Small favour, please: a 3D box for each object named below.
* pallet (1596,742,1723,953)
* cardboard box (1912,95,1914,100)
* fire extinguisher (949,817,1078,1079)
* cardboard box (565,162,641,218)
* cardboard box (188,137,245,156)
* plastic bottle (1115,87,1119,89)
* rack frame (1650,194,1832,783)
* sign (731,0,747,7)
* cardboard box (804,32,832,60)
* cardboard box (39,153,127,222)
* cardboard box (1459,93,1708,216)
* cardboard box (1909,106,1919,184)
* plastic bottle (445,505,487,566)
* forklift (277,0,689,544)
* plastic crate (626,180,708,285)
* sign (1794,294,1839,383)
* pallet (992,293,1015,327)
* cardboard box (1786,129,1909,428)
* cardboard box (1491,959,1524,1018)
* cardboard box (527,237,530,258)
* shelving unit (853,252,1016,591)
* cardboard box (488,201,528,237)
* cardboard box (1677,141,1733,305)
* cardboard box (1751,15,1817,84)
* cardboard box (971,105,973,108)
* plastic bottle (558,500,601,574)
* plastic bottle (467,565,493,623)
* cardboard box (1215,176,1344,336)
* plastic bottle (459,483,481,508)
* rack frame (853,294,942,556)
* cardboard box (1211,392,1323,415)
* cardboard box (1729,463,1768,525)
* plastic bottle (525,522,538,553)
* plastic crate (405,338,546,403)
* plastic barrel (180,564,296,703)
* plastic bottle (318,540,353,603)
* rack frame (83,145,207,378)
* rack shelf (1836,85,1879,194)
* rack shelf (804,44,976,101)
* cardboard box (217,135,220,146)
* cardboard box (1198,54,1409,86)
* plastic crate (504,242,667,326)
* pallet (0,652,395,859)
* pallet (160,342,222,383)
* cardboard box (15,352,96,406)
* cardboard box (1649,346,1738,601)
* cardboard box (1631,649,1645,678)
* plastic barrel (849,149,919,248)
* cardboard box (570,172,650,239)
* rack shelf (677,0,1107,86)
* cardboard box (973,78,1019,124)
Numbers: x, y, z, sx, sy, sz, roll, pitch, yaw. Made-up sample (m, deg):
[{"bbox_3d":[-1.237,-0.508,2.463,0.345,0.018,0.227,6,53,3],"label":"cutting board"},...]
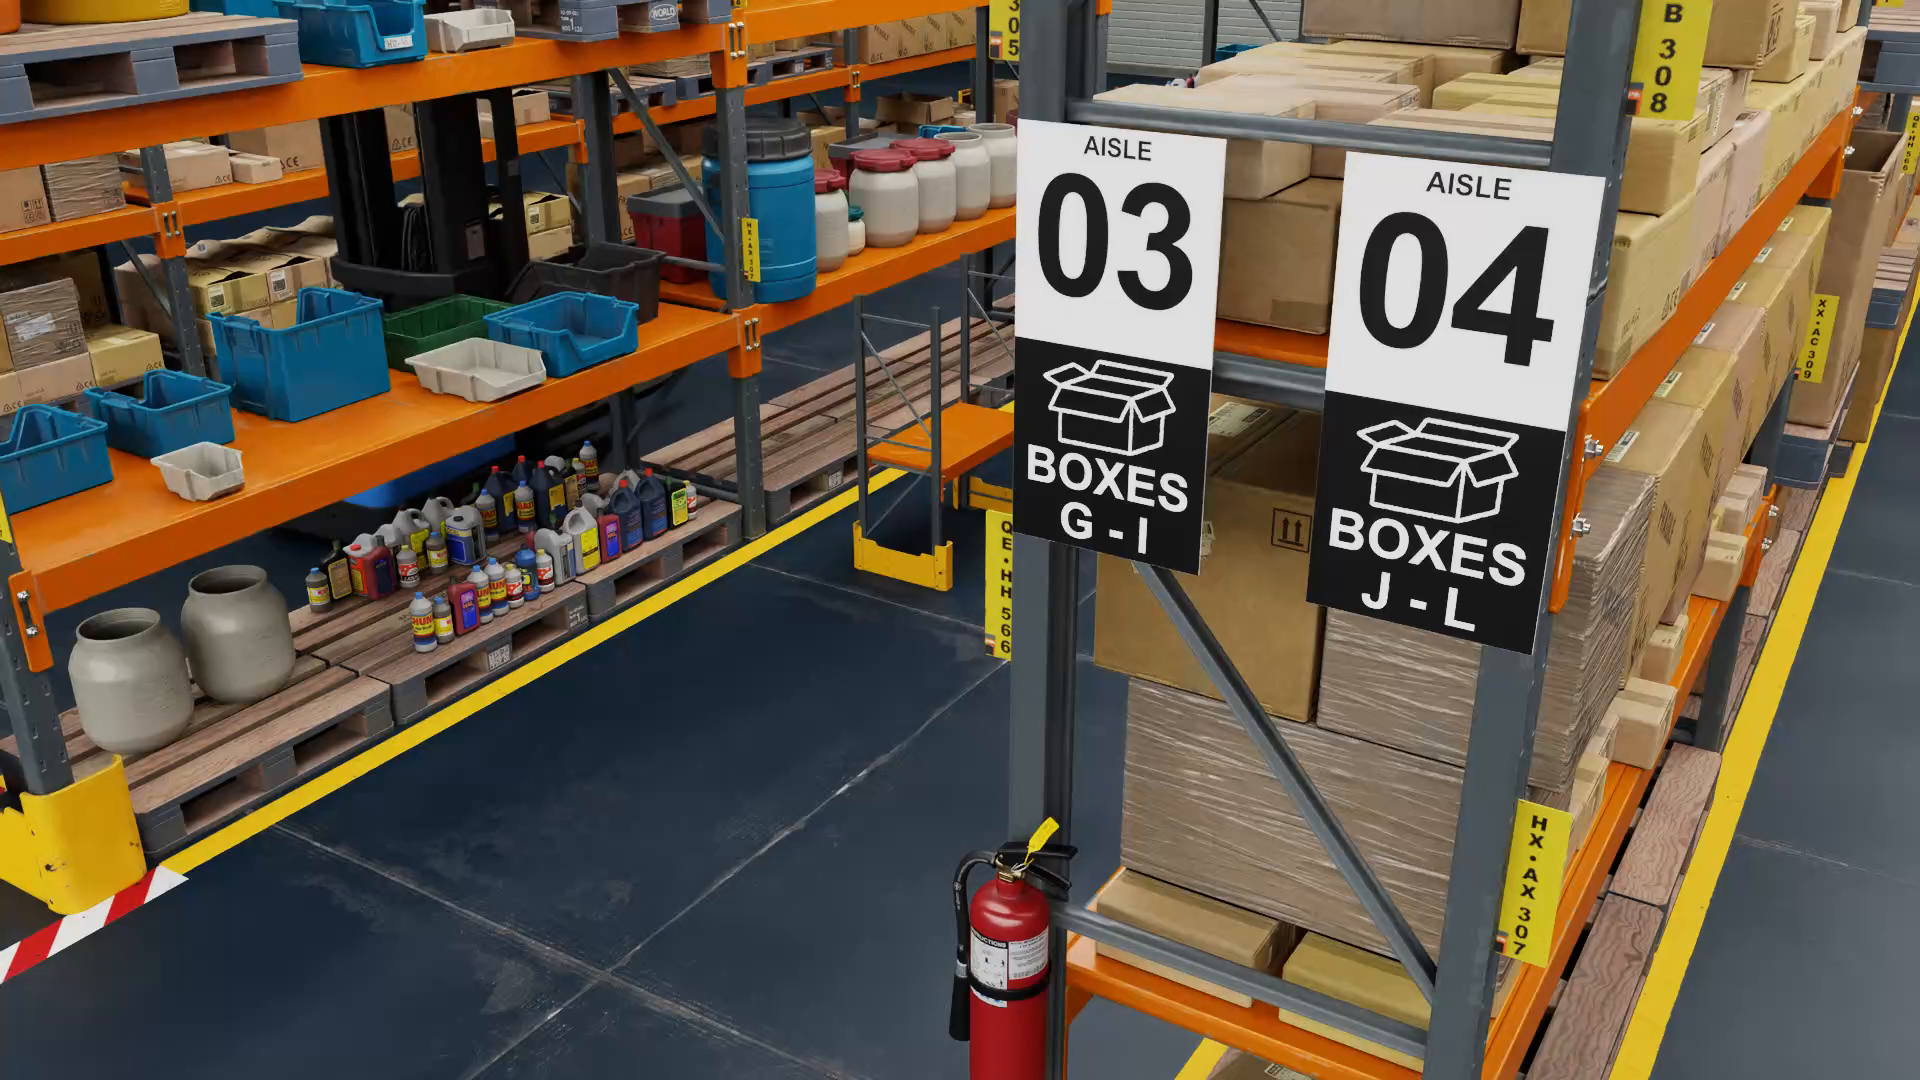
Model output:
[{"bbox_3d":[2.343,1.062,6.532,1.003,0.211,1.213,14,27,29],"label":"pallet"},{"bbox_3d":[6.557,-3.441,12.035,0.797,0.503,0.637,13,27,28],"label":"cardboard box"},{"bbox_3d":[0.105,0.875,3.550,0.296,0.674,0.183,14,27,29],"label":"fire extinguisher"},{"bbox_3d":[-3.343,-3.299,15.688,0.500,0.500,0.500,15,28,31],"label":"cardboard box"},{"bbox_3d":[-5.439,-2.803,12.118,0.396,0.266,0.258,13,27,28],"label":"cardboard box"},{"bbox_3d":[1.310,-3.582,13.810,0.144,0.351,0.185,14,27,29],"label":"plastic bottle"},{"bbox_3d":[2.667,-0.452,6.519,1.000,3.000,0.127,14,27,29],"label":"rack frame"},{"bbox_3d":[-1.079,-2.752,8.044,0.100,0.325,0.005,14,27,29],"label":"sign"},{"bbox_3d":[-1.481,-5.498,18.048,0.500,0.500,0.500,14,27,30],"label":"cardboard box"},{"bbox_3d":[-5.976,-2.424,10.948,0.700,0.500,0.500,13,27,28],"label":"cardboard box"},{"bbox_3d":[1.118,-0.705,3.013,0.380,0.149,0.250,15,27,30],"label":"cardboard box"},{"bbox_3d":[6.606,-2.818,11.857,0.500,0.500,0.500,15,27,31],"label":"cardboard box"},{"bbox_3d":[-2.504,-0.027,8.411,0.152,0.276,0.135,14,27,29],"label":"plastic bottle"},{"bbox_3d":[-2.838,-1.839,9.810,1.130,2.935,3.031,11,26,24],"label":"forklift"},{"bbox_3d":[-1.545,-1.747,9.429,0.402,0.464,0.583,14,27,29],"label":"plastic crate"},{"bbox_3d":[3.132,-0.738,6.090,0.100,0.325,0.005,14,27,29],"label":"sign"},{"bbox_3d":[0.950,-1.835,13.224,1.003,0.211,1.213,14,27,29],"label":"pallet"},{"bbox_3d":[3.205,-1.159,6.868,1.000,1.000,1.000,14,27,29],"label":"cardboard box"},{"bbox_3d":[1.058,0.887,3.743,0.380,0.149,0.250,14,27,29],"label":"cardboard box"},{"bbox_3d":[-3.976,-2.407,13.967,0.500,0.250,0.500,14,27,28],"label":"cardboard box"},{"bbox_3d":[-0.040,-0.663,8.893,0.587,1.500,1.083,14,27,29],"label":"shelving unit"},{"bbox_3d":[-3.973,-2.663,13.851,0.500,0.311,0.500,13,27,28],"label":"cardboard box"},{"bbox_3d":[1.298,-0.694,3.490,0.500,0.250,0.500,13,27,28],"label":"cardboard box"},{"bbox_3d":[2.050,-1.327,4.450,0.380,0.149,0.250,15,28,31],"label":"cardboard box"},{"bbox_3d":[0.070,-5.404,20.992,0.380,0.149,0.250,14,27,29],"label":"cardboard box"},{"bbox_3d":[-1.907,-0.025,8.312,0.144,0.351,0.185,14,27,29],"label":"plastic bottle"},{"bbox_3d":[-2.249,0.248,7.782,0.097,0.271,0.097,0,23,0],"label":"plastic bottle"},{"bbox_3d":[0.596,-0.626,3.333,0.500,0.250,0.500,15,27,30],"label":"cardboard box"},{"bbox_3d":[-2.541,-0.149,8.685,0.061,0.283,0.133,15,28,31],"label":"plastic bottle"},{"bbox_3d":[-0.313,-0.488,8.489,0.500,1.500,0.032,14,27,29],"label":"rack frame"},{"bbox_3d":[0.896,-0.151,4.064,0.500,0.500,0.500,14,27,29],"label":"cardboard box"},{"bbox_3d":[2.803,-0.203,6.259,0.380,0.149,0.250,14,27,29],"label":"cardboard box"},{"bbox_3d":[-2.087,0.038,8.252,0.061,0.283,0.133,14,27,29],"label":"plastic bottle"},{"bbox_3d":[-2.182,-0.768,7.580,0.530,0.136,0.437,14,27,29],"label":"plastic crate"},{"bbox_3d":[-3.104,0.402,7.150,0.421,0.512,0.421,0,23,0],"label":"plastic barrel"},{"bbox_3d":[-3.008,0.150,7.994,0.061,0.283,0.133,15,27,30],"label":"plastic bottle"},{"bbox_3d":[-5.747,-2.529,11.317,1.000,3.000,0.127,14,27,29],"label":"rack frame"},{"bbox_3d":[3.722,-2.174,7.625,1.077,0.370,4.000,14,27,29],"label":"rack shelf"},{"bbox_3d":[-0.472,-5.574,19.257,1.077,0.370,4.000,14,27,29],"label":"rack shelf"},{"bbox_3d":[-7.348,-4.343,17.684,0.750,0.750,0.750,13,27,28],"label":"cardboard box"},{"bbox_3d":[0.727,-0.931,3.535,0.380,0.149,0.250,13,26,27],"label":"cardboard box"},{"bbox_3d":[-1.925,-1.312,8.582,0.767,0.338,0.504,14,27,29],"label":"plastic crate"},{"bbox_3d":[-3.217,0.831,7.065,1.003,0.211,1.213,14,27,29],"label":"pallet"},{"bbox_3d":[-5.391,-1.507,12.464,1.003,0.211,1.213,14,27,29],"label":"pallet"},{"bbox_3d":[-6.078,-1.091,10.928,0.500,0.250,0.500,14,27,29],"label":"cardboard box"},{"bbox_3d":[1.611,-0.208,4.197,0.500,0.500,0.500,14,27,29],"label":"cardboard box"},{"bbox_3d":[1.803,0.369,4.939,0.380,0.149,0.250,14,27,29],"label":"cardboard box"},{"bbox_3d":[-0.463,-2.077,10.101,0.433,0.535,0.433,0,23,0],"label":"plastic barrel"},{"bbox_3d":[-3.154,-3.028,15.062,0.500,0.500,0.500,15,28,31],"label":"cardboard box"},{"bbox_3d":[-0.486,-3.212,10.023,1.077,0.370,4.000,14,27,29],"label":"rack shelf"},{"bbox_3d":[0.505,-5.399,20.539,0.500,0.500,0.500,14,27,29],"label":"cardboard box"}]
